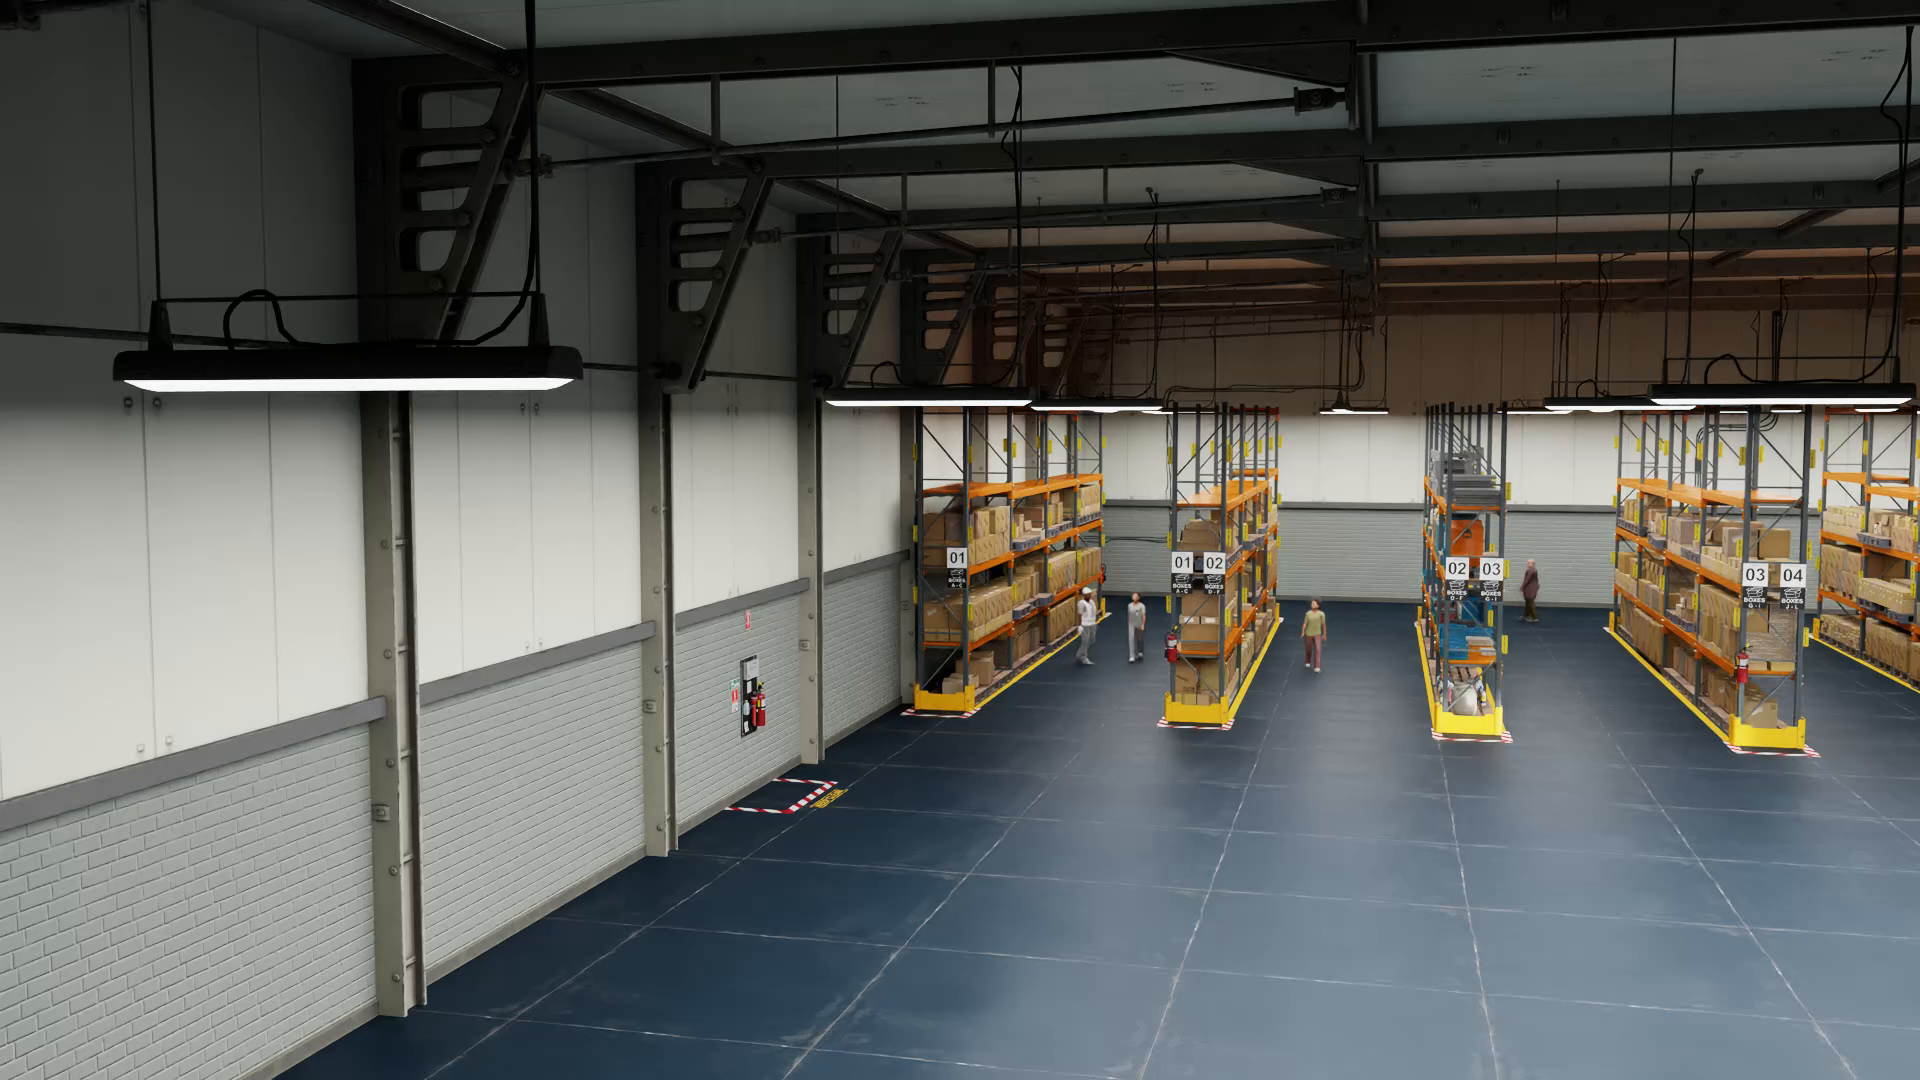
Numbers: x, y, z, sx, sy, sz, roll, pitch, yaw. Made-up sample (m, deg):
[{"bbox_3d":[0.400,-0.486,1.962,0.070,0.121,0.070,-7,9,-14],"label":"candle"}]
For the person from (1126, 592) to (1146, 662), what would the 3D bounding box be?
[{"bbox_3d":[4.139,2.024,39.147,0.469,1.620,1.064,1,4,11],"label":"person"}]

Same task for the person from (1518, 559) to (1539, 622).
[{"bbox_3d":[15.900,1.397,46.506,0.666,1.754,0.962,-2,5,-21],"label":"person"}]

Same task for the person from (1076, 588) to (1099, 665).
[{"bbox_3d":[2.914,1.983,38.600,0.517,1.787,0.634,3,5,36],"label":"person"}]

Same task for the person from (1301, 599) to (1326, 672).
[{"bbox_3d":[7.973,2.140,37.473,0.562,1.625,1.006,1,4,8],"label":"person"}]
